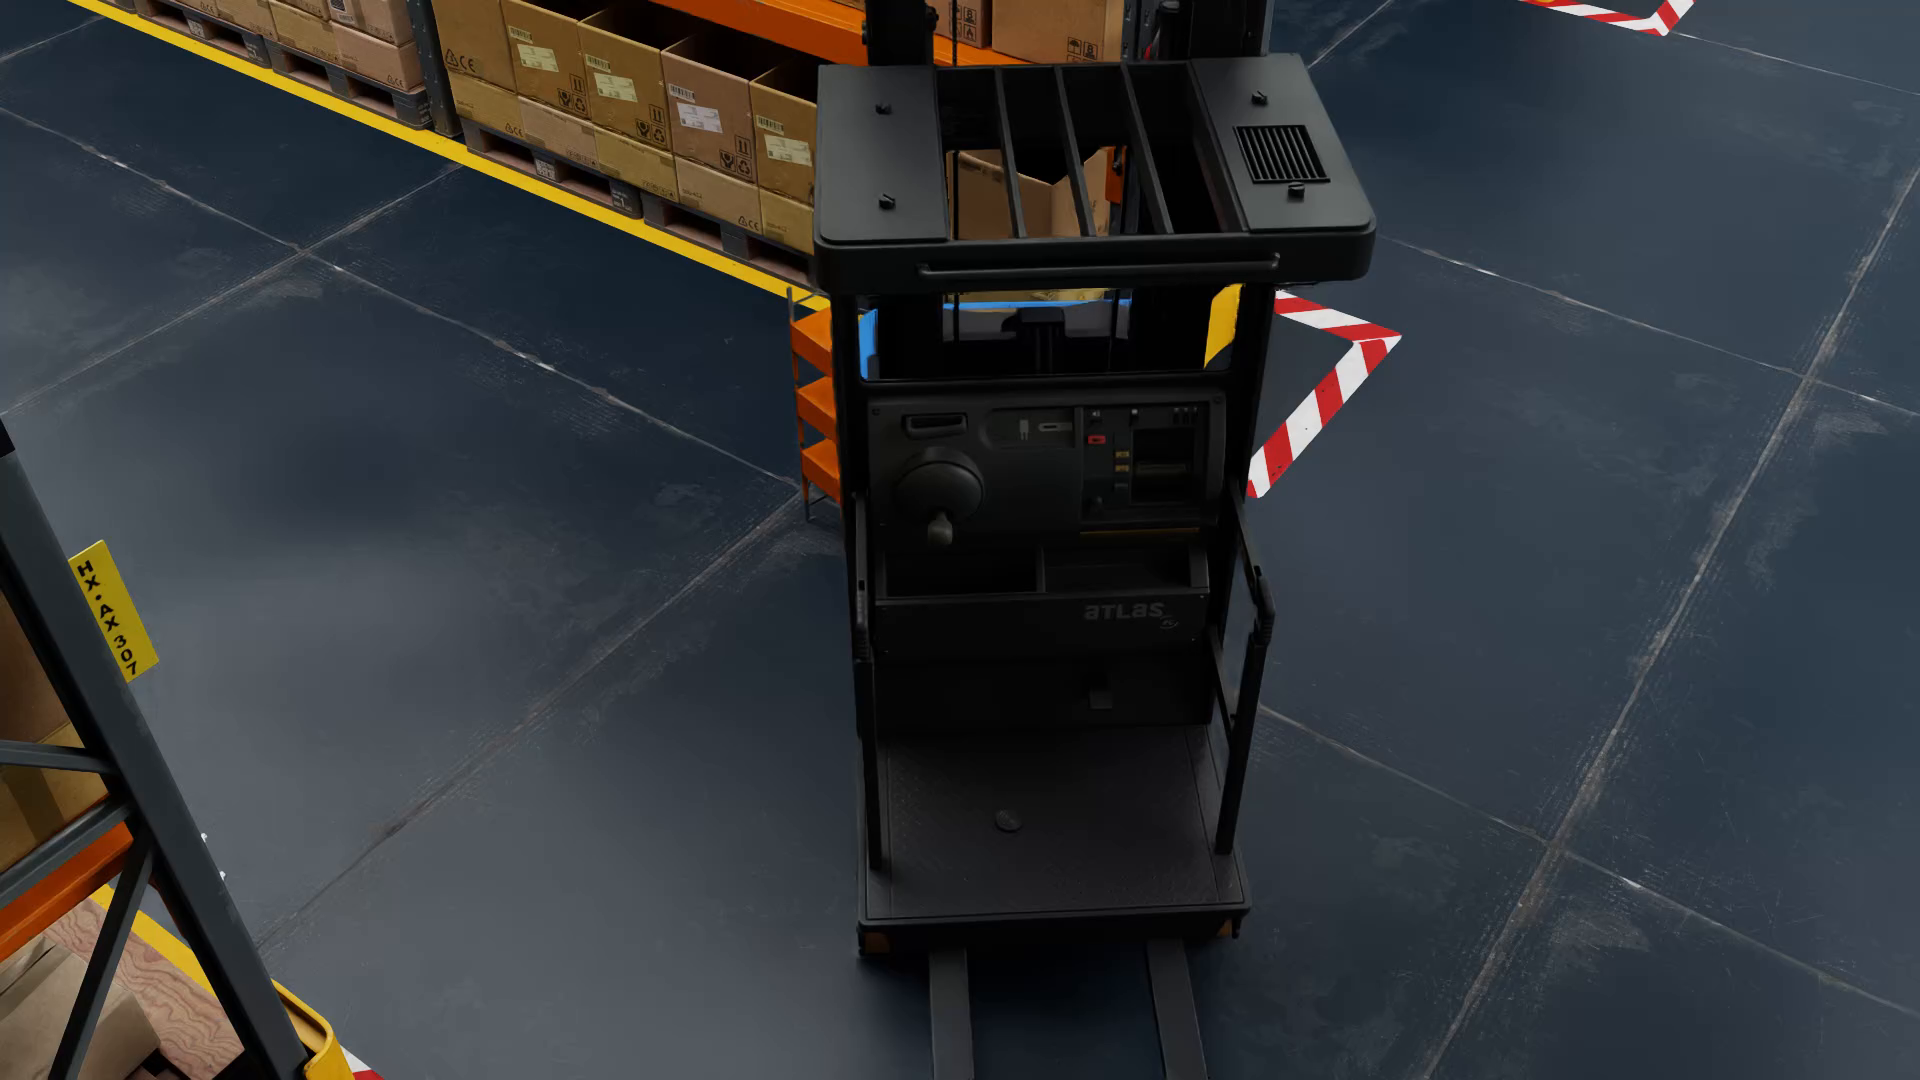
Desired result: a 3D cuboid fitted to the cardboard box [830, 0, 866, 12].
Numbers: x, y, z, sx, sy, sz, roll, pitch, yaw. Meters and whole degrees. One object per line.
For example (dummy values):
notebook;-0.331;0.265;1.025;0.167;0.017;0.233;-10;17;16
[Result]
cardboard box;-0.312;-2.554;6.780;0.500;0.500;0.700;25;48;26

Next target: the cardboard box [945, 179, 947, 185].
cardboard box;0.176;-1.588;7.522;0.500;0.250;0.500;25;48;25

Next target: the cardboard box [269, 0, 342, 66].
cardboard box;-3.295;-2.798;8.875;0.500;0.250;0.500;24;47;25

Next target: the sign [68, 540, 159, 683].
sign;-1.631;0.147;3.187;0.005;0.325;0.100;25;48;25

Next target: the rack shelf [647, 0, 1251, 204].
rack shelf;-0.738;-2.437;7.264;4.000;0.370;1.077;25;48;25

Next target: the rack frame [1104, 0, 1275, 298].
rack frame;0.899;-1.940;6.168;0.127;3.000;1.000;25;48;25

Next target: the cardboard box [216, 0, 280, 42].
cardboard box;-3.714;-2.994;9.093;0.500;0.250;0.500;26;48;26

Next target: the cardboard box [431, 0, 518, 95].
cardboard box;-2.176;-2.534;8.017;0.500;0.500;0.500;25;48;25

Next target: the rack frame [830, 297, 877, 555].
rack frame;-0.351;-0.380;5.887;0.200;1.050;0.008;-30;50;-29

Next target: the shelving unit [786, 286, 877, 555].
shelving unit;-0.430;-0.442;5.957;0.215;1.050;0.252;-30;50;-29

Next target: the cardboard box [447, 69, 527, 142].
cardboard box;-2.170;-2.260;8.273;0.500;0.250;0.500;25;48;25

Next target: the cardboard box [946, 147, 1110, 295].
cardboard box;0.289;-1.394;6.743;0.500;0.500;0.500;25;48;25

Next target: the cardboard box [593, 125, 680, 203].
cardboard box;-1.357;-1.871;7.839;0.500;0.250;0.500;25;48;25

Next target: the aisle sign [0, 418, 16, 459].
aisle sign;-1.711;-0.339;2.430;0.004;0.787;0.394;25;48;25

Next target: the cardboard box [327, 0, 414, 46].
cardboard box;-2.872;-2.810;8.468;0.500;0.311;0.500;25;48;25

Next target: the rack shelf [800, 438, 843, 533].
rack shelf;-0.430;-0.227;6.149;0.215;0.259;0.240;-30;50;-29

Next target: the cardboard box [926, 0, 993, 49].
cardboard box;0.092;-2.361;6.564;0.500;0.500;0.700;26;48;26

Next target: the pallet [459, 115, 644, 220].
pallet;-1.749;-2.105;8.444;1.213;0.211;1.003;25;48;25

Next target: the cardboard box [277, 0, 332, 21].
cardboard box;-3.302;-3.006;8.687;0.500;0.311;0.500;26;48;26

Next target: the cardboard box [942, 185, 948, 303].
cardboard box;-0.126;-1.300;7.201;0.500;0.250;0.500;25;48;25

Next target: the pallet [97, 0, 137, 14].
pallet;-4.999;-3.627;10.145;1.213;0.211;1.003;25;48;25

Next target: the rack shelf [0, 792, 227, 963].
rack shelf;-3.580;0.269;4.240;4.000;0.370;1.077;25;48;25

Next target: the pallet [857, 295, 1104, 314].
pallet;0.249;-1.170;7.400;1.213;0.211;1.003;25;48;25

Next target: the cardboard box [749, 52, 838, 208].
cardboard box;-0.538;-1.769;7.162;0.500;0.500;0.500;25;48;25

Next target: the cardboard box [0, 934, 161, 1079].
cardboard box;-2.457;1.290;4.245;0.500;0.311;0.500;20;46;21

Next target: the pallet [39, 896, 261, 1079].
pallet;-2.649;1.446;4.476;1.213;0.211;1.003;25;48;25

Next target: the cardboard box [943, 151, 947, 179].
cardboard box;0.177;-1.868;7.273;0.500;0.500;0.500;25;48;25

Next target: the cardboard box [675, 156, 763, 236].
cardboard box;-0.945;-1.683;7.629;0.500;0.250;0.500;25;48;25

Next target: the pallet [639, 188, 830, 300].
pallet;-0.746;-1.638;7.922;1.213;0.211;1.003;25;48;25

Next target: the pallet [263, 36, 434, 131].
pallet;-3.001;-2.693;9.101;1.213;0.211;1.003;25;48;25

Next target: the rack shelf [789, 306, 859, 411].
rack shelf;-0.430;-0.646;5.774;0.215;0.259;0.240;-30;50;-29

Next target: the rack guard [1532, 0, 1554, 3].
rack guard;3.657;-3.714;10.026;0.348;0.500;1.175;25;48;25

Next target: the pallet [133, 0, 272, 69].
pallet;-4.004;-3.159;9.623;1.213;0.211;1.003;25;48;25

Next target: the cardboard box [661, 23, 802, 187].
cardboard box;-0.947;-1.961;7.377;0.500;0.500;0.500;25;48;25

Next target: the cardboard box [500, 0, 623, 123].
cardboard box;-1.762;-2.347;7.808;0.500;0.500;0.500;25;48;25

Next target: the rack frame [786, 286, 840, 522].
rack frame;-0.510;-0.504;6.026;0.200;1.050;0.008;-30;50;-29

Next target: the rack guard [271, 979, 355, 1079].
rack guard;-2.004;1.669;4.010;0.348;0.500;1.175;25;48;25

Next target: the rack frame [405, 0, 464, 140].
rack frame;-2.376;-3.471;7.880;0.127;3.000;1.000;25;48;25

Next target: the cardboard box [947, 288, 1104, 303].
cardboard box;0.290;-1.115;6.994;0.500;0.250;0.500;25;48;25

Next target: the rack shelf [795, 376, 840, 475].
rack shelf;-0.430;-0.434;5.964;0.215;0.259;0.240;-30;50;-29

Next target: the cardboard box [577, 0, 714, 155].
cardboard box;-1.357;-2.151;7.589;0.500;0.500;0.500;25;48;25

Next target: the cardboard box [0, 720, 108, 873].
cardboard box;-2.159;0.455;3.590;0.500;0.250;0.500;24;47;24

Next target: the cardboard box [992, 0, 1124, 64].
cardboard box;0.524;-2.163;6.342;0.500;0.500;0.700;25;48;25

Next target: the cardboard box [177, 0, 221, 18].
cardboard box;-4.130;-3.189;9.312;0.500;0.250;0.500;26;48;26

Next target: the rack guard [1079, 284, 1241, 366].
rack guard;0.919;-0.999;6.991;0.348;0.500;1.175;25;48;25

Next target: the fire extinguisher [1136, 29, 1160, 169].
fire extinguisher;0.729;-1.612;5.860;0.183;0.674;0.296;25;48;25

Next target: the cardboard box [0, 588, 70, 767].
cardboard box;-2.160;0.188;3.325;0.500;0.500;0.500;25;48;25

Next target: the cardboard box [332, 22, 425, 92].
cardboard box;-2.882;-2.603;8.657;0.500;0.250;0.500;25;47;25

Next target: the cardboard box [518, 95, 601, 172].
cardboard box;-1.764;-2.066;8.056;0.500;0.250;0.500;25;48;25

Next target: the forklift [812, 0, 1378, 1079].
forklift;0.241;-0.109;4.174;1.130;2.935;3.031;-2;42;-2

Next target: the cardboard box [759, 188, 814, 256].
cardboard box;-0.536;-1.491;7.414;0.500;0.250;0.500;25;48;25
